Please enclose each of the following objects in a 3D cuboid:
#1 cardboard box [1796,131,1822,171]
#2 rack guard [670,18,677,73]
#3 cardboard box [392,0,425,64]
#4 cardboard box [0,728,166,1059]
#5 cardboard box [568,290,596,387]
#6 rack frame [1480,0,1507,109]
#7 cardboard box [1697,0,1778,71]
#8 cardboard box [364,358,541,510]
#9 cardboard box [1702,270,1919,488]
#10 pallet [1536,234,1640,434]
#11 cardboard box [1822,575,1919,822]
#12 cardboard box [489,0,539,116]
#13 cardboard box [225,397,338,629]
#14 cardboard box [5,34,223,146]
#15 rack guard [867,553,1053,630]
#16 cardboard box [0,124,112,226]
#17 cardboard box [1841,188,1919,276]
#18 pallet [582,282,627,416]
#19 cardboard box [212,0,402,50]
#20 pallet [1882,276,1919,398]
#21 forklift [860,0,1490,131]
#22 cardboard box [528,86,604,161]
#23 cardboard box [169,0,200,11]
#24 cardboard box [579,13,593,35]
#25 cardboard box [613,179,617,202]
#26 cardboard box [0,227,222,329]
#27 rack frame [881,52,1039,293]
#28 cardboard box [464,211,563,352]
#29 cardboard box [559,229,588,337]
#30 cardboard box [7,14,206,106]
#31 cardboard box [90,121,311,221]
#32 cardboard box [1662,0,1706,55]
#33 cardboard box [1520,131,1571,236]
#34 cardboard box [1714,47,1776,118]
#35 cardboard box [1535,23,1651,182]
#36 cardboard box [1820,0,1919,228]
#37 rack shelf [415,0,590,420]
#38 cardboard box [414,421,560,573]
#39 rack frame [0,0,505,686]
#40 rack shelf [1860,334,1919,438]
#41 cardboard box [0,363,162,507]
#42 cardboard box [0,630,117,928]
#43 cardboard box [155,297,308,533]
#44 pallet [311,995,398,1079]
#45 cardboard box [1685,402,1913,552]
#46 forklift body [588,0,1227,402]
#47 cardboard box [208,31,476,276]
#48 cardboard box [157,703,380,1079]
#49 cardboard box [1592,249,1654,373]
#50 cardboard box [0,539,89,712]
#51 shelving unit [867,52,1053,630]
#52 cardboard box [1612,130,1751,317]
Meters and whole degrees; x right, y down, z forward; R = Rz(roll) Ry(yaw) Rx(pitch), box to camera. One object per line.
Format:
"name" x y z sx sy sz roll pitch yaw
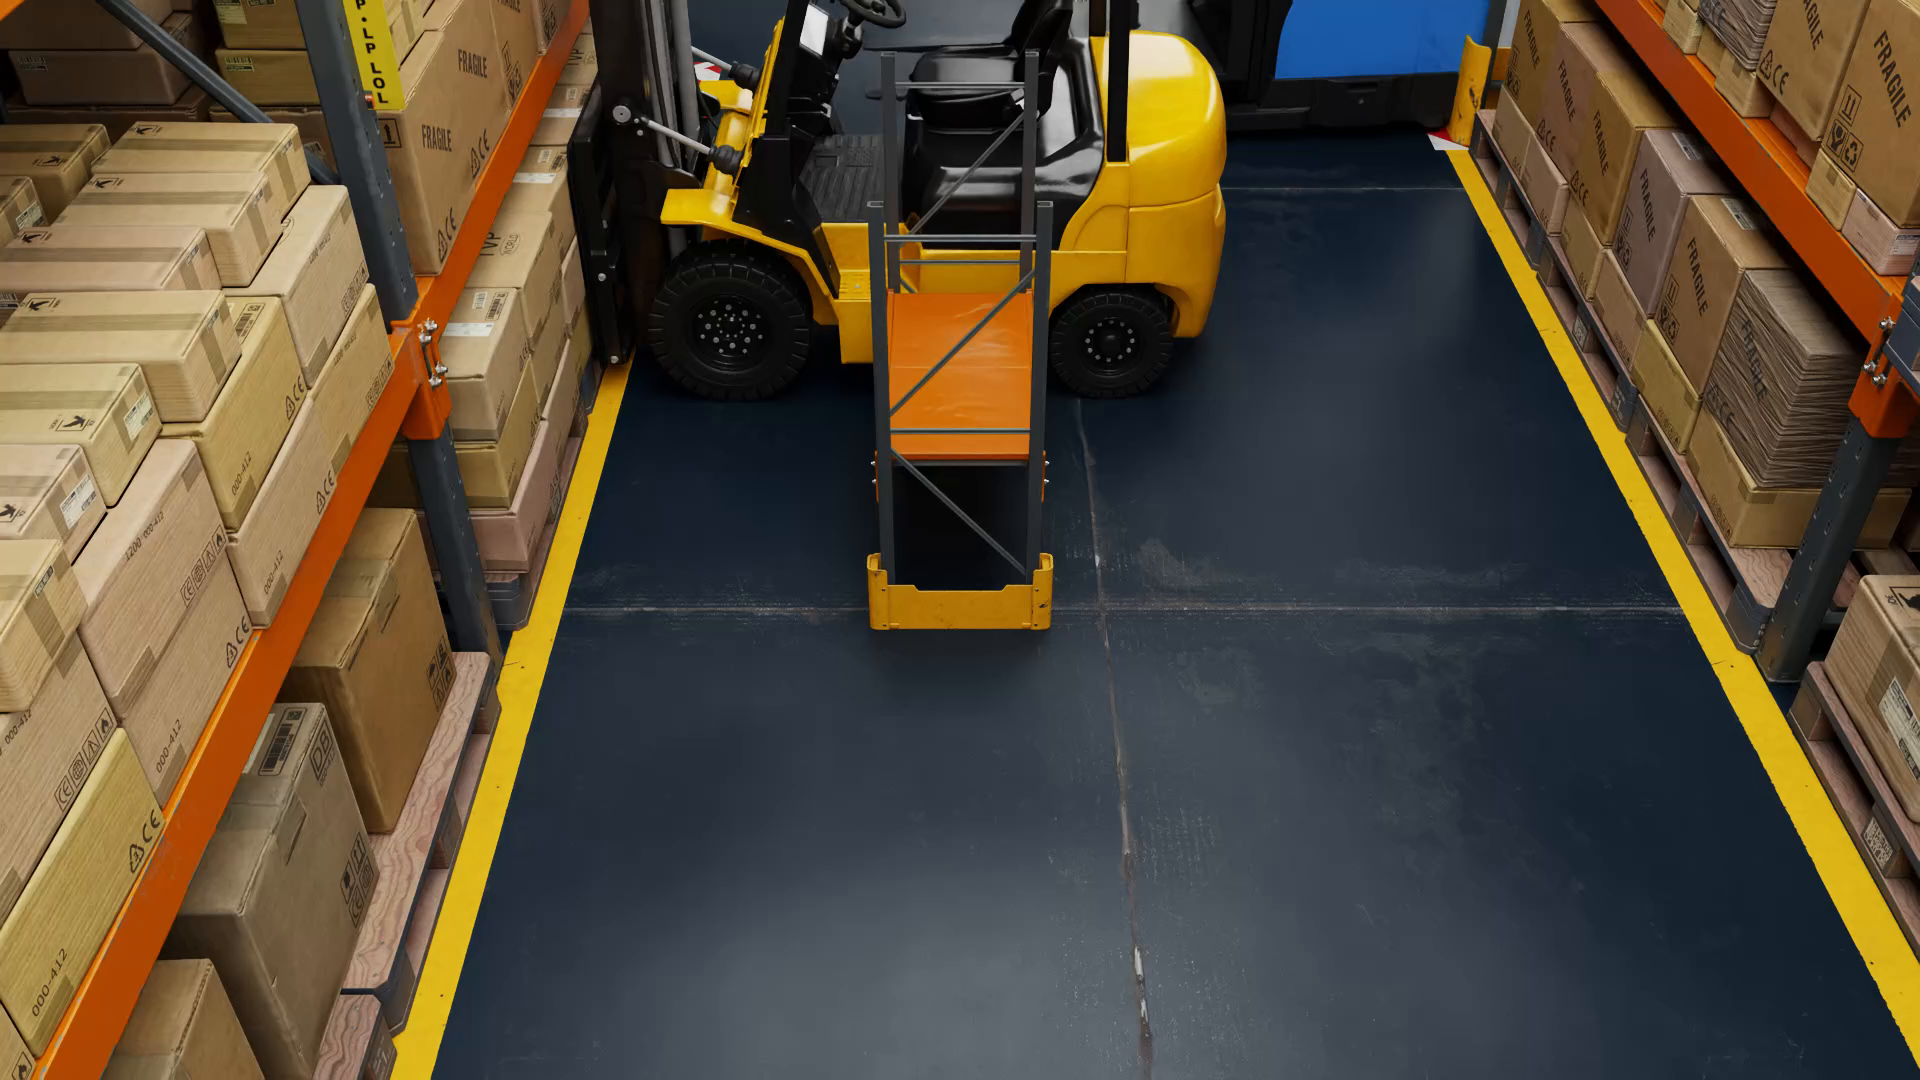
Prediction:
"cardboard box" 2.784 -1.180 5.025 0.380 0.149 0.250 0 39 0
"rack guard" -1.950 -2.293 8.212 1.175 0.500 0.348 0 39 0
"cardboard box" -1.684 -1.406 4.507 0.380 0.149 0.250 1 39 1
"cardboard box" -1.699 0.569 2.761 0.500 0.250 0.500 1 39 1
"cardboard box" -1.647 -0.785 6.194 0.500 0.250 0.500 1 39 1
"rack frame" 3.014 -3.260 7.419 1.000 3.000 0.127 0 39 0
"cardboard box" 2.757 -1.837 5.326 0.500 0.500 0.500 1 39 1
"cardboard box" -1.637 -0.341 5.240 0.500 0.250 0.500 0 39 0
"cardboard box" 2.750 -0.512 5.253 0.500 0.500 0.500 -1 39 -1
"pallet" 2.978 -0.855 6.648 1.003 0.211 1.213 0 39 0
"cardboard box" 3.022 0.431 4.579 0.950 0.372 0.625 0 39 1
"cardboard box" -1.703 -1.711 5.407 0.500 0.500 0.500 0 39 0
"cardboard box" -1.677 -0.065 3.552 0.500 0.250 0.500 0 39 0
"cardboard box" -2.216 -1.072 4.609 0.500 0.500 0.500 0 39 0
"rack guard" 0.000 0.166 5.343 0.587 0.250 0.087 0 39 0
"cardboard box" -2.159 -0.825 3.782 0.380 0.149 0.250 -1 39 -1
"cardboard box" 2.713 -0.861 4.627 0.380 0.149 0.250 0 39 -1
"pallet" -1.908 -0.927 6.737 1.003 0.211 1.213 0 39 0
"cardboard box" -1.649 -1.360 4.212 0.380 0.149 0.250 1 39 1
"pallet" 2.874 -0.205 3.761 1.003 0.211 1.213 0 39 0
"forklift" 1.020 -3.418 7.671 3.031 2.935 1.130 -3 39 -4
"cardboard box" -1.627 -1.495 6.281 0.500 0.250 0.500 -1 39 -1
"cardboard box" -2.206 -1.517 4.408 0.380 0.149 0.250 -1 39 -1
"cardboard box" -1.631 -2.128 7.070 0.500 0.250 0.500 1 39 1
"cardboard box" -1.625 -1.599 6.810 0.500 0.250 0.500 -1 39 -1
"cardboard box" -1.757 -0.517 3.397 0.380 0.149 0.250 0 39 0
"rack frame" -0.001 -0.956 5.744 0.500 1.500 0.032 0 39 0
"cardboard box" -1.622 -0.856 5.483 0.500 0.250 0.500 0 39 0
"cardboard box" -1.628 -0.970 6.025 0.500 0.250 0.500 0 39 0
"cardboard box" -2.202 -1.245 4.307 0.380 0.149 0.250 0 39 0
"cardboard box" -1.723 -0.831 3.790 0.380 0.149 0.250 1 39 2
"cardboard box" 2.702 -1.817 5.820 0.380 0.149 0.250 0 39 0
"cardboard box" 2.731 -1.527 7.119 0.500 0.250 0.500 1 39 2
"cardboard box" 2.709 -1.496 5.420 0.380 0.149 0.250 -1 39 -1
"cardboard box" 2.744 -1.797 6.857 0.500 0.500 0.500 -1 39 -2
"cardboard box" 2.769 -1.191 4.520 0.500 0.500 0.500 -1 39 -1
"rack shelf" -1.947 -1.722 6.076 1.077 0.370 4.000 0 39 0
"cardboard box" -1.614 -0.146 5.397 0.500 0.250 0.500 0 39 0
"rack frame" -1.945 -0.752 4.290 1.000 3.000 0.127 0 39 0
"rack shelf" 3.021 0.773 2.962 1.077 0.370 4.000 0 39 0
"cardboard box" -1.686 -0.188 2.988 0.380 0.149 0.250 -1 39 -1
"cardboard box" -1.704 0.375 2.604 0.500 0.250 0.500 0 39 1
"cardboard box" -1.681 -0.260 3.396 0.500 0.250 0.500 -1 39 -1
"pallet" -1.901 1.561 3.633 1.003 0.211 1.213 0 39 0
"cardboard box" 2.749 -0.219 5.487 0.500 0.250 0.500 2 39 2
"forklift body" -0.123 -1.738 6.199 2.313 2.155 1.214 0 39 0
"cardboard box" -1.684 -1.069 4.605 0.500 0.500 0.500 -1 39 -1
"cardboard box" -1.940 0.822 3.889 0.875 0.625 0.625 0 39 0
"cardboard box" 2.743 -0.870 6.300 0.500 0.250 0.500 1 39 1
"cardboard box" -1.614 0.134 2.586 0.380 0.149 0.250 -1 39 -1
"shelving unit" 0.000 -0.633 5.340 0.587 1.500 1.083 0 39 0
"cardboard box" 2.746 -1.149 6.048 0.500 0.500 0.500 2 39 2
